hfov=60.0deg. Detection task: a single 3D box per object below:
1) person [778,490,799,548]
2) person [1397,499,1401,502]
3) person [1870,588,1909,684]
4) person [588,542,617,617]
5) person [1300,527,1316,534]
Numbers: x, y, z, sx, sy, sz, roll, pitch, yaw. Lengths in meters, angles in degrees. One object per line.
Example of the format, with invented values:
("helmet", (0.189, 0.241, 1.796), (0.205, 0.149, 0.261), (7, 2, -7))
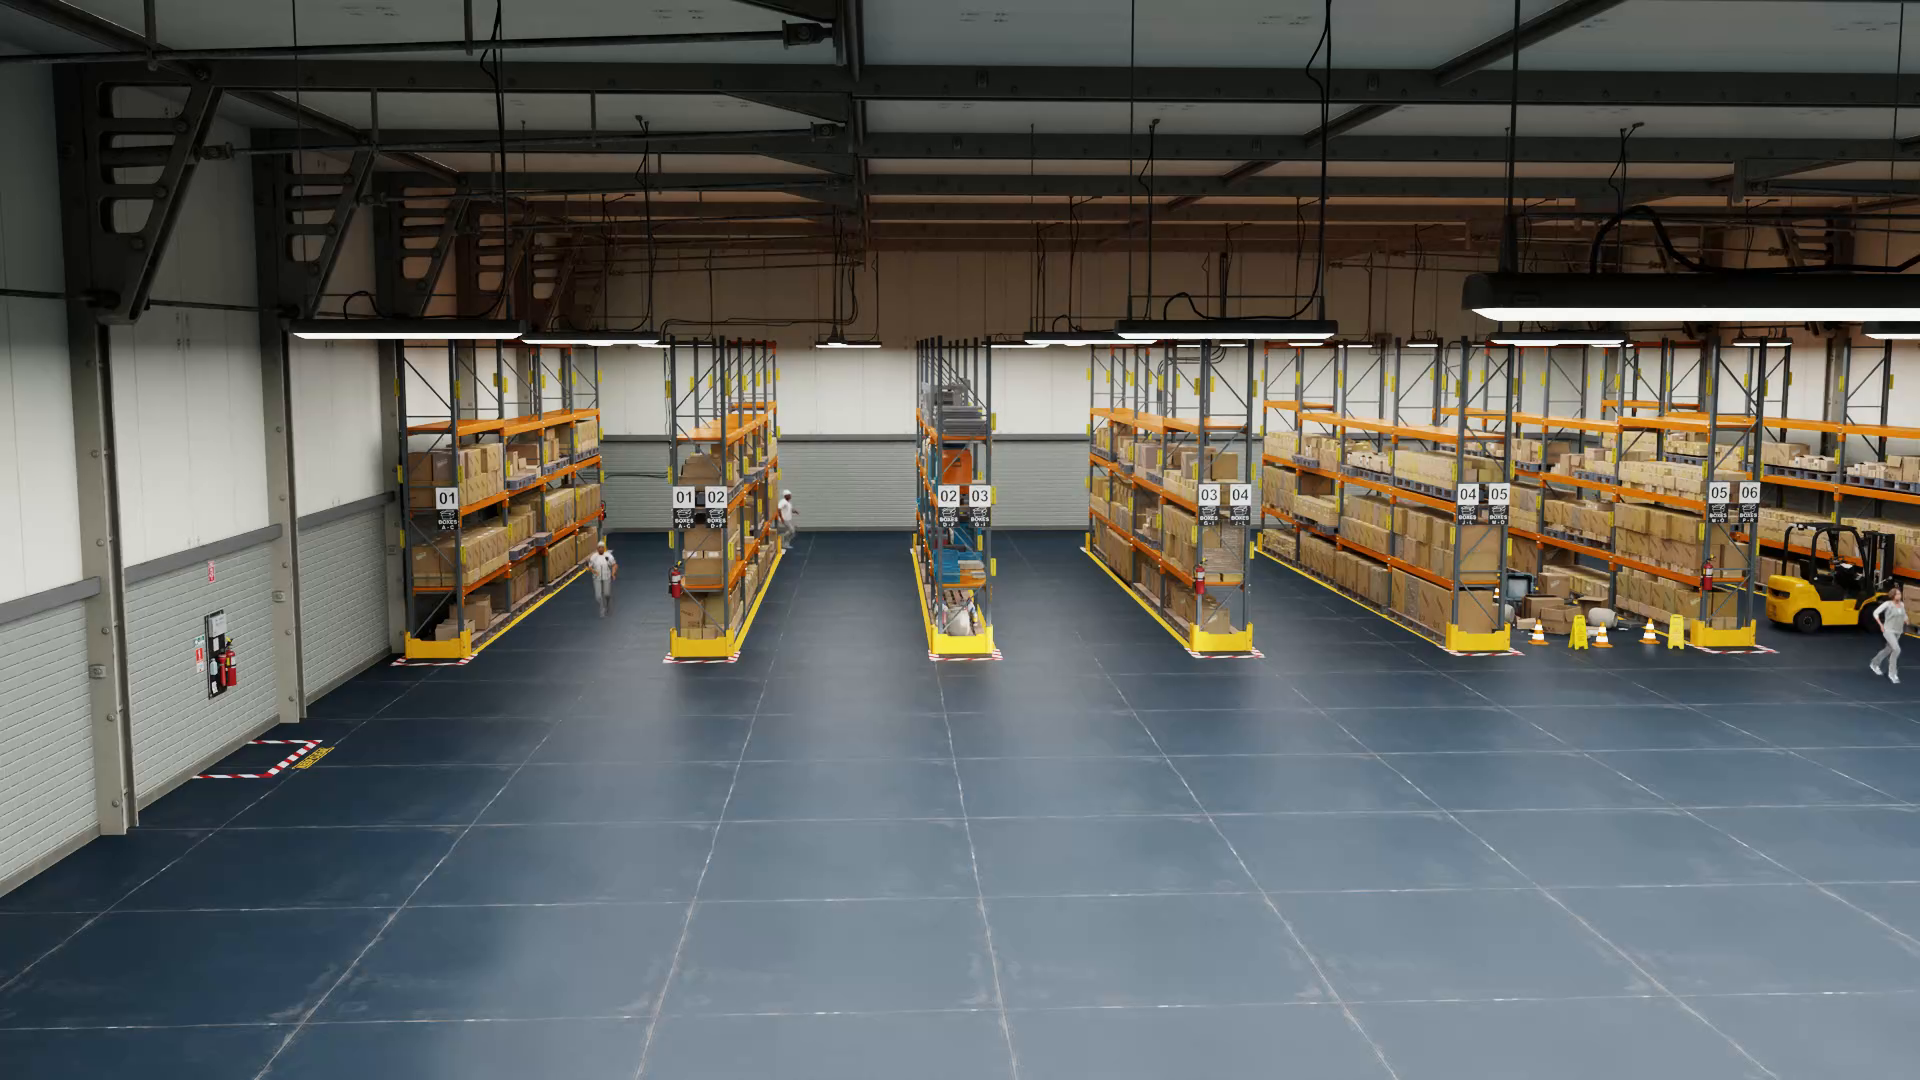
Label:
("person", (-5.020, -0.595, 48.198), (0.583, 1.723, 0.838), (2, 7, 13))
("person", (11.635, -0.177, 44.186), (0.588, 1.831, 0.835), (-1, 7, -11))
("person", (16.220, 1.596, 29.003), (0.525, 1.554, 0.720), (-2, 7, -19))
("person", (-7.704, 0.853, 35.838), (0.599, 1.628, 0.539), (-1, 7, -8))
("person", (10.200, -0.662, 48.822), (0.639, 1.738, 0.806), (6, 9, 40))
